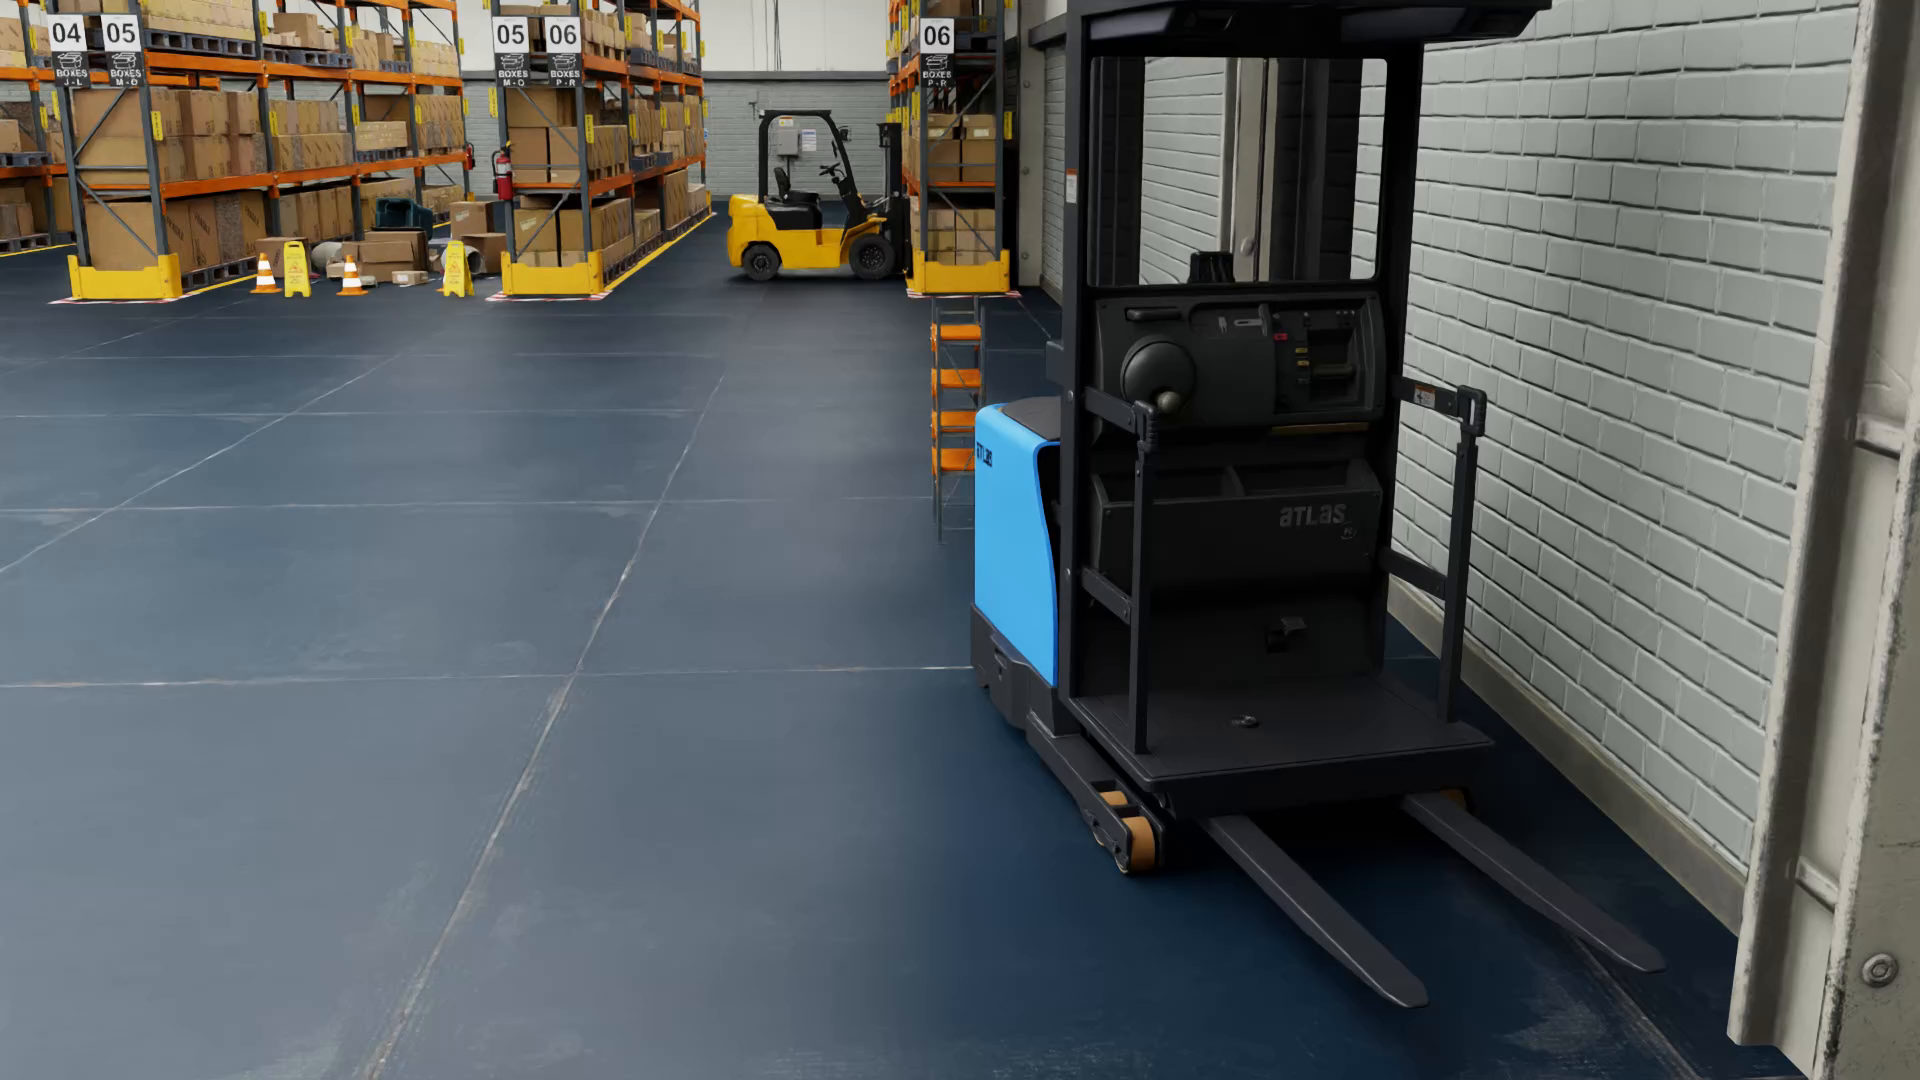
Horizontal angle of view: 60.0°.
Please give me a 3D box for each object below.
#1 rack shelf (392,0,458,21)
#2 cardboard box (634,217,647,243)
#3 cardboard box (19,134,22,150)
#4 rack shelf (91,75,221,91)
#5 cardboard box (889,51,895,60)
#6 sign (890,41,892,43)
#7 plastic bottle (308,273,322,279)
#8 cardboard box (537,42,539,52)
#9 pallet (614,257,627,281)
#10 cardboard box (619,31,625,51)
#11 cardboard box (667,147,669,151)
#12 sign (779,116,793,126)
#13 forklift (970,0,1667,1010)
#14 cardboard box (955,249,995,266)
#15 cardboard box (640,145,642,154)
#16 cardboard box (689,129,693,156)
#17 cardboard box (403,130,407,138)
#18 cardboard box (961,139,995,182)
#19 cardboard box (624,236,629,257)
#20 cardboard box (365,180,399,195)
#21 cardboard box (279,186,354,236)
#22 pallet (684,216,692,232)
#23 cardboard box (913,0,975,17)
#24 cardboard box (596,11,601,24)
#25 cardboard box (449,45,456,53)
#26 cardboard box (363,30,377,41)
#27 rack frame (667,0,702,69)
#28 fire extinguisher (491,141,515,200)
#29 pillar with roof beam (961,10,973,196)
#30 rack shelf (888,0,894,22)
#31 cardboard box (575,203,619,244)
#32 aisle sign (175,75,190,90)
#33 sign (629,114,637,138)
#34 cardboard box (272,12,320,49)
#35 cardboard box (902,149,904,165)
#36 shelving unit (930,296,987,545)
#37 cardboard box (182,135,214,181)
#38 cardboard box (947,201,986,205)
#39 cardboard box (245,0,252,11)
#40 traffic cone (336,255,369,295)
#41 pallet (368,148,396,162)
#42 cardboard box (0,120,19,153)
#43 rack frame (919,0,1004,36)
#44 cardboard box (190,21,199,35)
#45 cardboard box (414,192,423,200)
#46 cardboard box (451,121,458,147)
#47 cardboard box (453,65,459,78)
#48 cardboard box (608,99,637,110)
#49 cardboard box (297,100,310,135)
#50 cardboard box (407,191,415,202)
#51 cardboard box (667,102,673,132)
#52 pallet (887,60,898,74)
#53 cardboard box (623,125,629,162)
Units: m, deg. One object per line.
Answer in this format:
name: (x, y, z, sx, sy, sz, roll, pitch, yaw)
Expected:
rack shelf: (-10.737, -10.379, 32.258, 1.077, 0.370, 4.000, -1, 14, -3)
cardboard box: (-5.266, -4.679, 25.121, 0.950, 0.372, 0.625, 0, 14, 0)
cardboard box: (-15.600, -6.448, 27.366, 0.500, 0.500, 0.500, 0, 14, -2)
rack shelf: (-15.694, -8.877, 32.431, 1.077, 0.370, 4.000, -1, 14, -3)
cardboard box: (-1.122, -8.943, 30.706, 0.380, 0.149, 0.250, -1, 14, -3)
sign: (-1.266, -9.199, 31.200, 0.100, 0.325, 0.005, -1, 14, -3)
plastic bottle: (-8.586, -3.488, 21.961, 0.283, 0.061, 0.133, -6, 16, -23)
cardboard box: (-5.285, -5.921, 20.002, 0.380, 0.149, 0.250, -1, 14, -3)
pallet: (-5.028, -3.618, 22.163, 1.003, 0.211, 1.213, -1, 14, -3)
cardboard box: (-4.887, -6.857, 22.840, 0.500, 0.250, 0.500, -1, 14, -4)
cardboard box: (-5.260, -6.614, 28.513, 0.500, 0.250, 0.500, -1, 14, -5)
sign: (-4.262, -10.272, 40.771, 0.339, 0.242, 0.001, -1, 14, -3)
forklift: (0.913, -0.564, 4.836, 1.130, 2.935, 3.031, -4, 15, -14)
cardboard box: (0.183, -3.518, 20.856, 0.500, 0.250, 0.500, -1, 14, -3)
cardboard box: (-4.977, -5.859, 24.939, 0.380, 0.149, 0.250, -1, 14, -3)
cardboard box: (-5.474, -7.723, 32.320, 0.500, 0.500, 0.500, -1, 14, -3)
cardboard box: (-10.392, -7.456, 30.551, 0.380, 0.149, 0.250, 0, 14, -2)
cardboard box: (0.265, -4.697, 20.562, 0.500, 0.500, 0.500, 0, 14, -2)
cardboard box: (-4.836, -4.035, 22.865, 0.500, 0.250, 0.500, -1, 14, -5)
cardboard box: (-10.249, -6.242, 29.436, 0.500, 0.250, 0.500, -2, 15, -6)
cardboard box: (-10.418, -5.293, 26.750, 1.050, 0.750, 0.750, -1, 14, -4)
pallet: (-5.556, -5.887, 30.983, 1.003, 0.211, 1.213, -1, 14, -3)
cardboard box: (-0.214, -6.785, 21.605, 0.797, 0.503, 0.637, 0, 14, -2)
cardboard box: (-4.726, -6.568, 20.918, 0.380, 0.149, 0.250, 0, 14, -2)
cardboard box: (-10.547, -10.059, 34.078, 0.380, 0.149, 0.250, -1, 14, -4)
cardboard box: (-10.649, -8.647, 29.042, 0.797, 0.503, 0.637, -1, 14, -4)
rack frame: (-5.927, -11.328, 34.496, 1.000, 3.000, 0.127, -1, 14, -3)
fire extinguisher: (-5.389, -4.371, 19.649, 0.296, 0.674, 0.183, -1, 14, -3)
pillar with roof beam: (-4.165, -10.532, 31.400, 9.100, 9.000, 0.400, -1, 14, -3)
rack shelf: (-0.849, -10.559, 32.954, 1.077, 0.370, 4.000, -1, 14, -3)
cardboard box: (-4.771, -4.144, 21.784, 0.500, 0.500, 0.500, -1, 14, -2)
aisle sign: (-16.122, -9.542, 34.376, 0.394, 0.787, 0.004, -1, 14, -3)
sign: (-4.642, -5.868, 23.576, 0.100, 0.325, 0.005, -1, 14, -3)
cardboard box: (-9.978, -7.657, 25.001, 0.500, 0.500, 0.500, -1, 14, -3)
cardboard box: (-0.668, -6.199, 26.901, 0.500, 0.250, 0.500, -1, 14, -5)
shelving unit: (-0.010, -0.622, 8.537, 0.258, 1.200, 0.503, -1, 14, -3)
cardboard box: (-9.903, -4.784, 20.800, 0.875, 0.550, 0.550, -1, 14, -3)
cardboard box: (0.098, -4.376, 22.183, 0.500, 0.250, 0.500, -1, 14, -5)
cardboard box: (-9.777, -7.220, 22.408, 0.380, 0.149, 0.250, -1, 14, -4)
traffic cone: (-7.337, -3.201, 20.037, 0.336, 0.463, 0.334, -1, 14, -3)
pallet: (-10.529, -6.731, 29.051, 1.003, 0.211, 1.213, -1, 14, -3)
cardboard box: (-15.115, -6.261, 25.798, 0.700, 0.500, 0.500, 1, 14, 5)
rack frame: (0.018, -7.427, 19.332, 1.000, 3.000, 0.127, -1, 14, -3)
cardboard box: (-9.649, -6.329, 20.546, 0.380, 0.149, 0.250, -1, 14, -4)
cardboard box: (-10.428, -6.526, 31.557, 0.380, 0.149, 0.250, 0, 14, -1)
cardboard box: (-10.550, -8.278, 33.882, 0.500, 0.500, 0.500, -1, 14, -4)
cardboard box: (-10.569, -9.592, 34.070, 0.500, 0.250, 0.500, -1, 14, -5)
cardboard box: (-4.860, -6.271, 23.937, 0.380, 0.149, 0.250, -1, 14, -4)
cardboard box: (-10.249, -6.372, 25.066, 0.700, 0.500, 0.500, -1, 14, -4)
cardboard box: (-10.316, -6.139, 30.541, 0.500, 0.500, 0.500, -1, 14, -5)
cardboard box: (-5.275, -7.345, 28.845, 0.500, 0.500, 0.500, 0, 14, -2)
pallet: (-0.688, -8.446, 29.691, 1.213, 0.211, 1.003, -1, 14, -3)
cardboard box: (-4.908, -5.524, 23.180, 0.500, 0.500, 0.500, -1, 14, -5)
